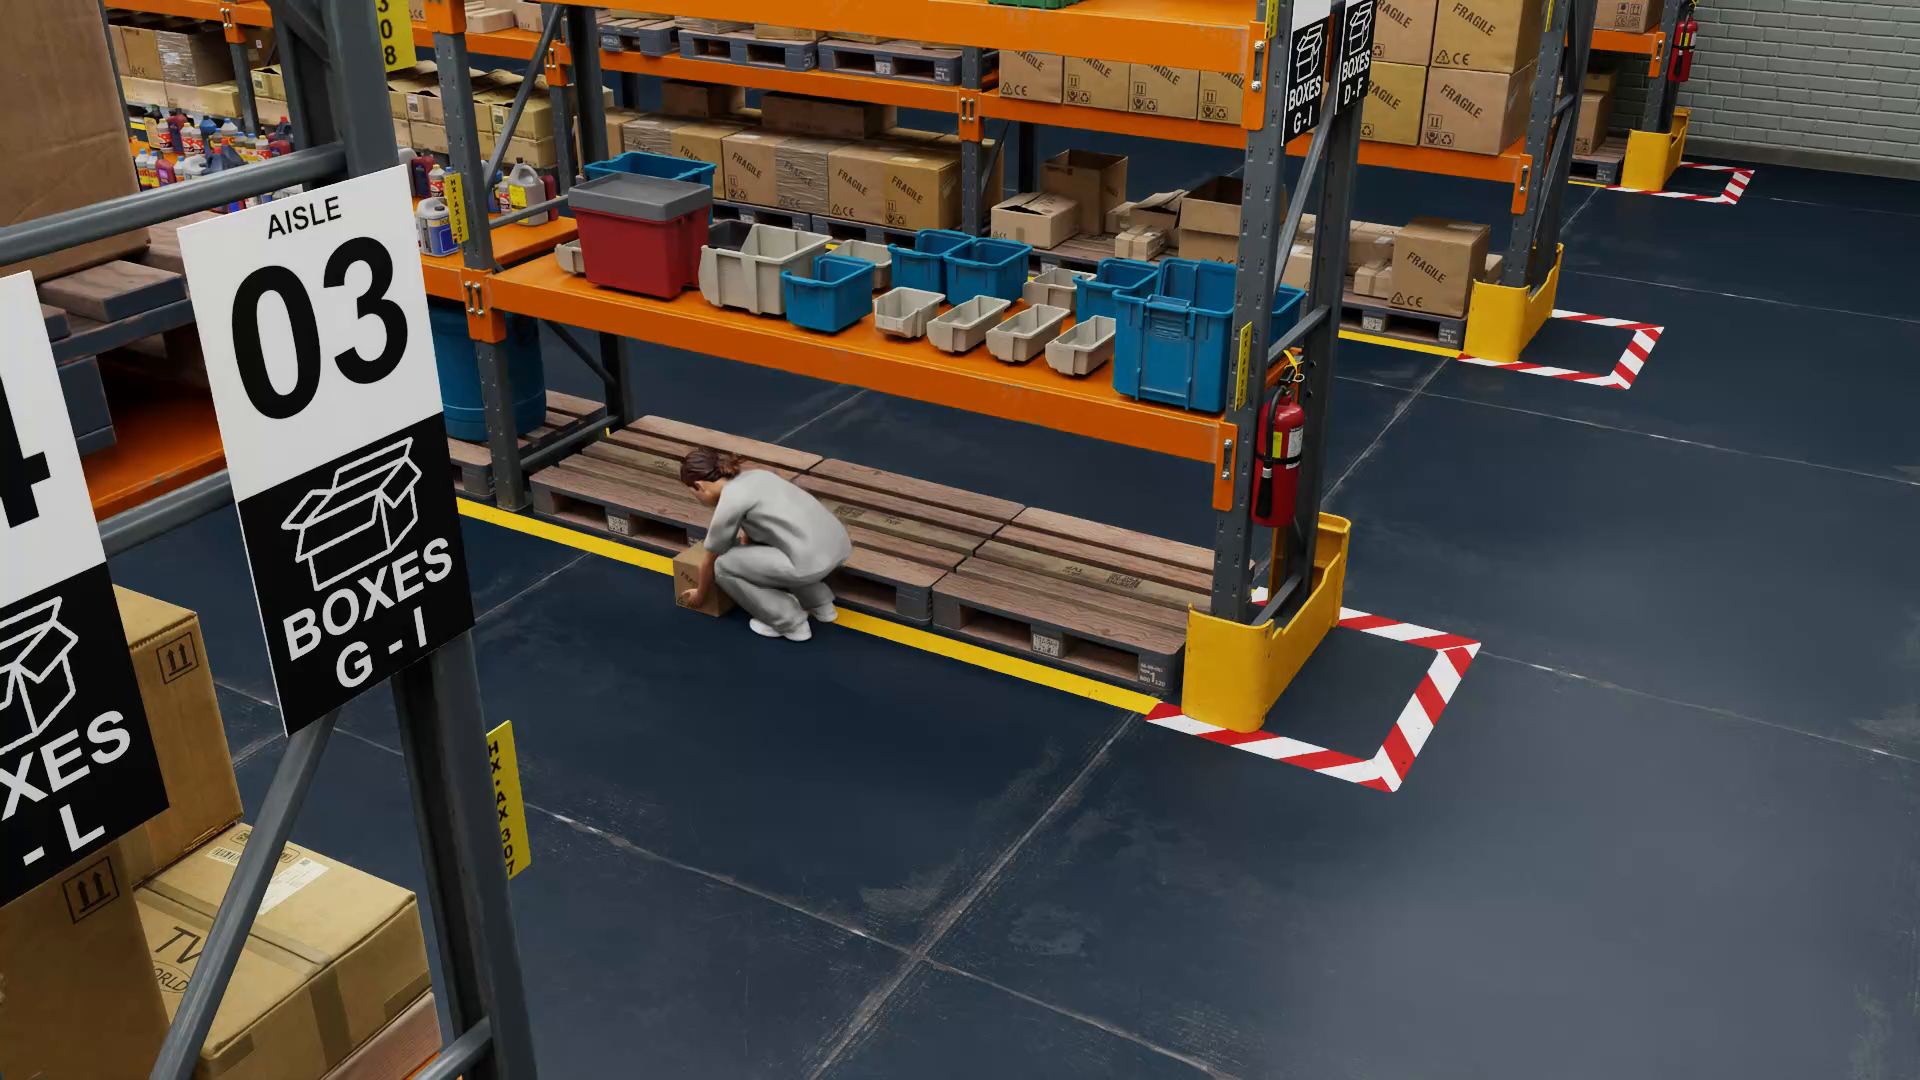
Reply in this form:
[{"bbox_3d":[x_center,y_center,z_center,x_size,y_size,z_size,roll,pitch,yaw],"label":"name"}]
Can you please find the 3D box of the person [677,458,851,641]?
[{"bbox_3d":[-0.900,0.054,7.622,0.820,0.775,0.477,14,30,26],"label":"person"}]
